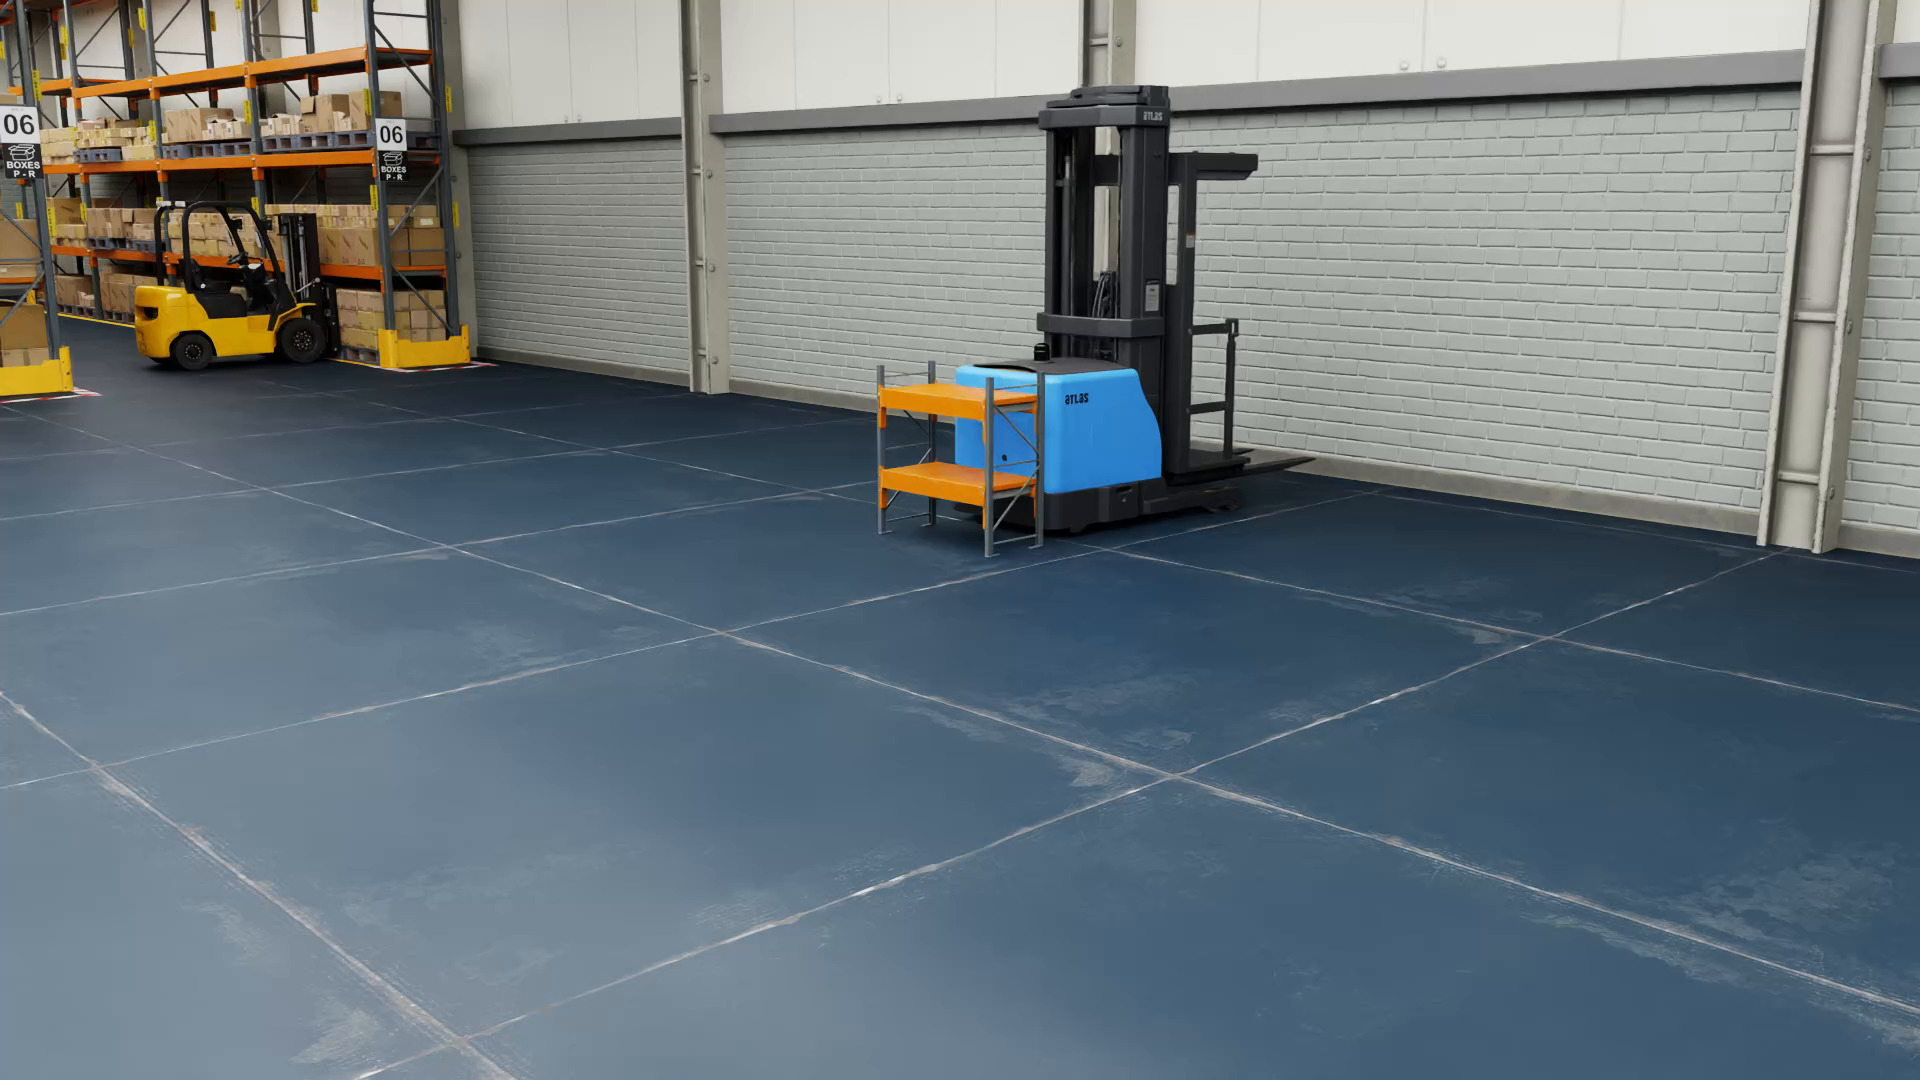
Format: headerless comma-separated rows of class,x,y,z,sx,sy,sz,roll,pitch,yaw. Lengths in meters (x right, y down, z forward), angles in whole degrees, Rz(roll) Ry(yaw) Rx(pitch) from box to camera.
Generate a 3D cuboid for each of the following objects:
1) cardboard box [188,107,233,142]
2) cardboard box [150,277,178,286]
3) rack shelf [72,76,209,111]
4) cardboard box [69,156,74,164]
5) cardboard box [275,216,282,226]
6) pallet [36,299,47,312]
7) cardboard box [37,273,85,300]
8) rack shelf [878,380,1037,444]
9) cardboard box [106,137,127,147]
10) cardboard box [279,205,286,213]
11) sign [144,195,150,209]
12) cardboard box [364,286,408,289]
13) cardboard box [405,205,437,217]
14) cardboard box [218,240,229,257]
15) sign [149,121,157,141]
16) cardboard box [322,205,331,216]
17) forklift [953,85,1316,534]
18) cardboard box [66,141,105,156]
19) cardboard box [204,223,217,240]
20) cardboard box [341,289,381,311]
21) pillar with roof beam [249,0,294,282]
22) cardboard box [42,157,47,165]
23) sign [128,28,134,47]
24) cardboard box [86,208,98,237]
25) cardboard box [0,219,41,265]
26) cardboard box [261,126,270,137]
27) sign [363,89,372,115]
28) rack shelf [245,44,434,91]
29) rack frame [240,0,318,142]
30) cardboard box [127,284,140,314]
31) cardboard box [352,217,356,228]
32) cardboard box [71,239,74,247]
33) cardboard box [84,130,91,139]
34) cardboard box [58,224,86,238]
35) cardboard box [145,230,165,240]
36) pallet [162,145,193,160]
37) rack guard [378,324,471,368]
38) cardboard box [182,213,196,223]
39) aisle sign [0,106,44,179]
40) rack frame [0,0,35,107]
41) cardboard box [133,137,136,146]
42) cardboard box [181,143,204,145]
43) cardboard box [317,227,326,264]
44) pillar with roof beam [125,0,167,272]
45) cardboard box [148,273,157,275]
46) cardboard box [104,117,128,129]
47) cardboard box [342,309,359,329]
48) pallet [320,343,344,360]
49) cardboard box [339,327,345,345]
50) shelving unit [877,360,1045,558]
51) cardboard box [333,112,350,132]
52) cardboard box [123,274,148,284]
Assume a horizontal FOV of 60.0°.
cardboard box,-11.695,-6.485,25.983,0.500,0.500,0.500,-10,16,-41
cardboard box,-13.607,-4.416,28.459,0.250,0.149,0.380,11,16,43
rack shelf,-14.103,-7.682,28.671,1.077,0.370,4.000,-11,16,-43
cardboard box,-16.113,-6.977,30.534,0.380,0.149,0.250,-11,16,-43
cardboard box,-9.750,-4.662,24.252,0.380,0.149,0.250,-10,16,-41
pallet,-17.643,-4.674,33.077,1.003,0.211,1.213,-11,16,-43
cardboard box,-17.893,-5.048,33.126,0.637,0.503,0.797,11,16,43
rack shelf,-0.005,-0.839,10.744,0.538,0.278,1.000,-11,16,-43
cardboard box,-14.485,-6.865,28.698,0.380,0.149,0.250,-10,16,-41
cardboard box,-9.695,-4.818,24.269,0.380,0.149,0.250,-11,16,-42
sign,-15.085,-6.229,30.842,0.100,0.325,0.005,-11,16,-43
cardboard box,-8.077,-3.425,23.396,0.500,0.250,0.500,-11,16,-43
cardboard box,-7.275,-4.424,22.357,0.380,0.149,0.250,-11,16,-44
cardboard box,-11.169,-4.529,25.833,0.500,0.250,0.500,-11,16,-42
sign,-13.116,-6.647,27.027,0.100,0.325,0.005,-11,16,-43
cardboard box,-8.551,-4.540,22.922,0.380,0.149,0.250,-10,16,-41
forklift,1.398,-1.702,11.909,3.031,2.935,1.130,-10,15,-40
cardboard box,-15.999,-7.161,30.435,0.500,0.250,0.500,-11,16,-42
cardboard box,-11.528,-4.849,26.149,0.500,0.250,0.500,-11,16,-42
cardboard box,-8.098,-3.279,22.687,0.500,0.250,0.500,-11,16,-42
pillar with roof beam,-14.283,-7.274,23.916,9.100,9.000,0.400,-11,16,-43
cardboard box,-17.206,-7.197,31.602,0.380,0.149,0.250,-11,16,-42
sign,-15.087,-9.135,30.244,0.100,0.325,0.005,-11,16,-43
cardboard box,-15.312,-5.737,30.034,0.700,0.500,0.500,-10,16,-41
cardboard box,-10.911,-3.443,19.203,0.500,0.500,0.500,-11,16,-43
cardboard box,-9.869,-5.909,24.060,0.380,0.149,0.250,-10,16,-41
sign,-7.599,-5.623,21.339,0.100,0.325,0.005,-11,16,-43
rack shelf,-8.578,-6.514,23.004,1.077,0.370,4.000,-11,16,-43
rack frame,-9.960,-7.355,24.308,1.000,3.000,0.127,-11,16,-43
cardboard box,-14.243,-4.237,29.197,0.500,0.500,0.500,11,16,43
cardboard box,-7.972,-4.290,22.447,0.380,0.149,0.250,-11,16,-42
cardboard box,-16.441,-5.584,31.202,0.380,0.149,0.250,-10,16,-41
cardboard box,-15.215,-7.154,29.363,0.380,0.149,0.250,-11,16,-44
cardboard box,-16.704,-5.842,31.468,0.500,0.250,0.500,-11,16,-43
cardboard box,-13.453,-5.125,27.936,0.380,0.149,0.250,-11,16,-42
pallet,-12.189,-6.290,27.043,1.213,0.211,1.003,-10,15,-40
rack guard,-7.181,-2.605,22.315,1.175,0.500,0.348,-11,16,-43
cardboard box,-12.333,-5.206,26.893,0.380,0.149,0.250,-10,16,-41
aisle sign,-10.518,-4.448,18.623,0.394,0.787,0.004,-11,16,-43
rack frame,-10.785,-6.079,18.115,1.000,3.000,0.127,-11,16,-43
cardboard box,-13.808,-6.765,28.265,0.380,0.149,0.250,-11,16,-42
cardboard box,-12.801,-6.678,27.839,0.380,0.149,0.250,-11,16,-42
cardboard box,-8.788,-4.140,23.326,0.500,0.500,0.500,-11,16,-42
pillar with roof beam,-18.427,-8.149,28.166,9.100,9.000,0.400,-11,16,-43
cardboard box,-14.466,-4.764,30.147,0.250,0.149,0.380,11,16,42
cardboard box,-15.223,-7.498,30.008,0.396,0.266,0.258,-11,16,-43
cardboard box,-8.098,-3.038,22.760,0.500,0.250,0.500,-11,16,-43
pallet,-8.594,-2.751,23.739,1.003,0.211,1.213,-11,16,-43
cardboard box,-8.426,-2.864,23.153,0.500,0.250,0.500,-11,16,-42
shelving unit,-0.005,-0.552,10.803,0.538,1.125,1.048,-11,16,-43
cardboard box,-8.164,-5.606,22.300,0.396,0.266,0.258,-11,16,-42
cardboard box,-14.652,-4.648,29.586,0.380,0.149,0.250,-11,16,-43
